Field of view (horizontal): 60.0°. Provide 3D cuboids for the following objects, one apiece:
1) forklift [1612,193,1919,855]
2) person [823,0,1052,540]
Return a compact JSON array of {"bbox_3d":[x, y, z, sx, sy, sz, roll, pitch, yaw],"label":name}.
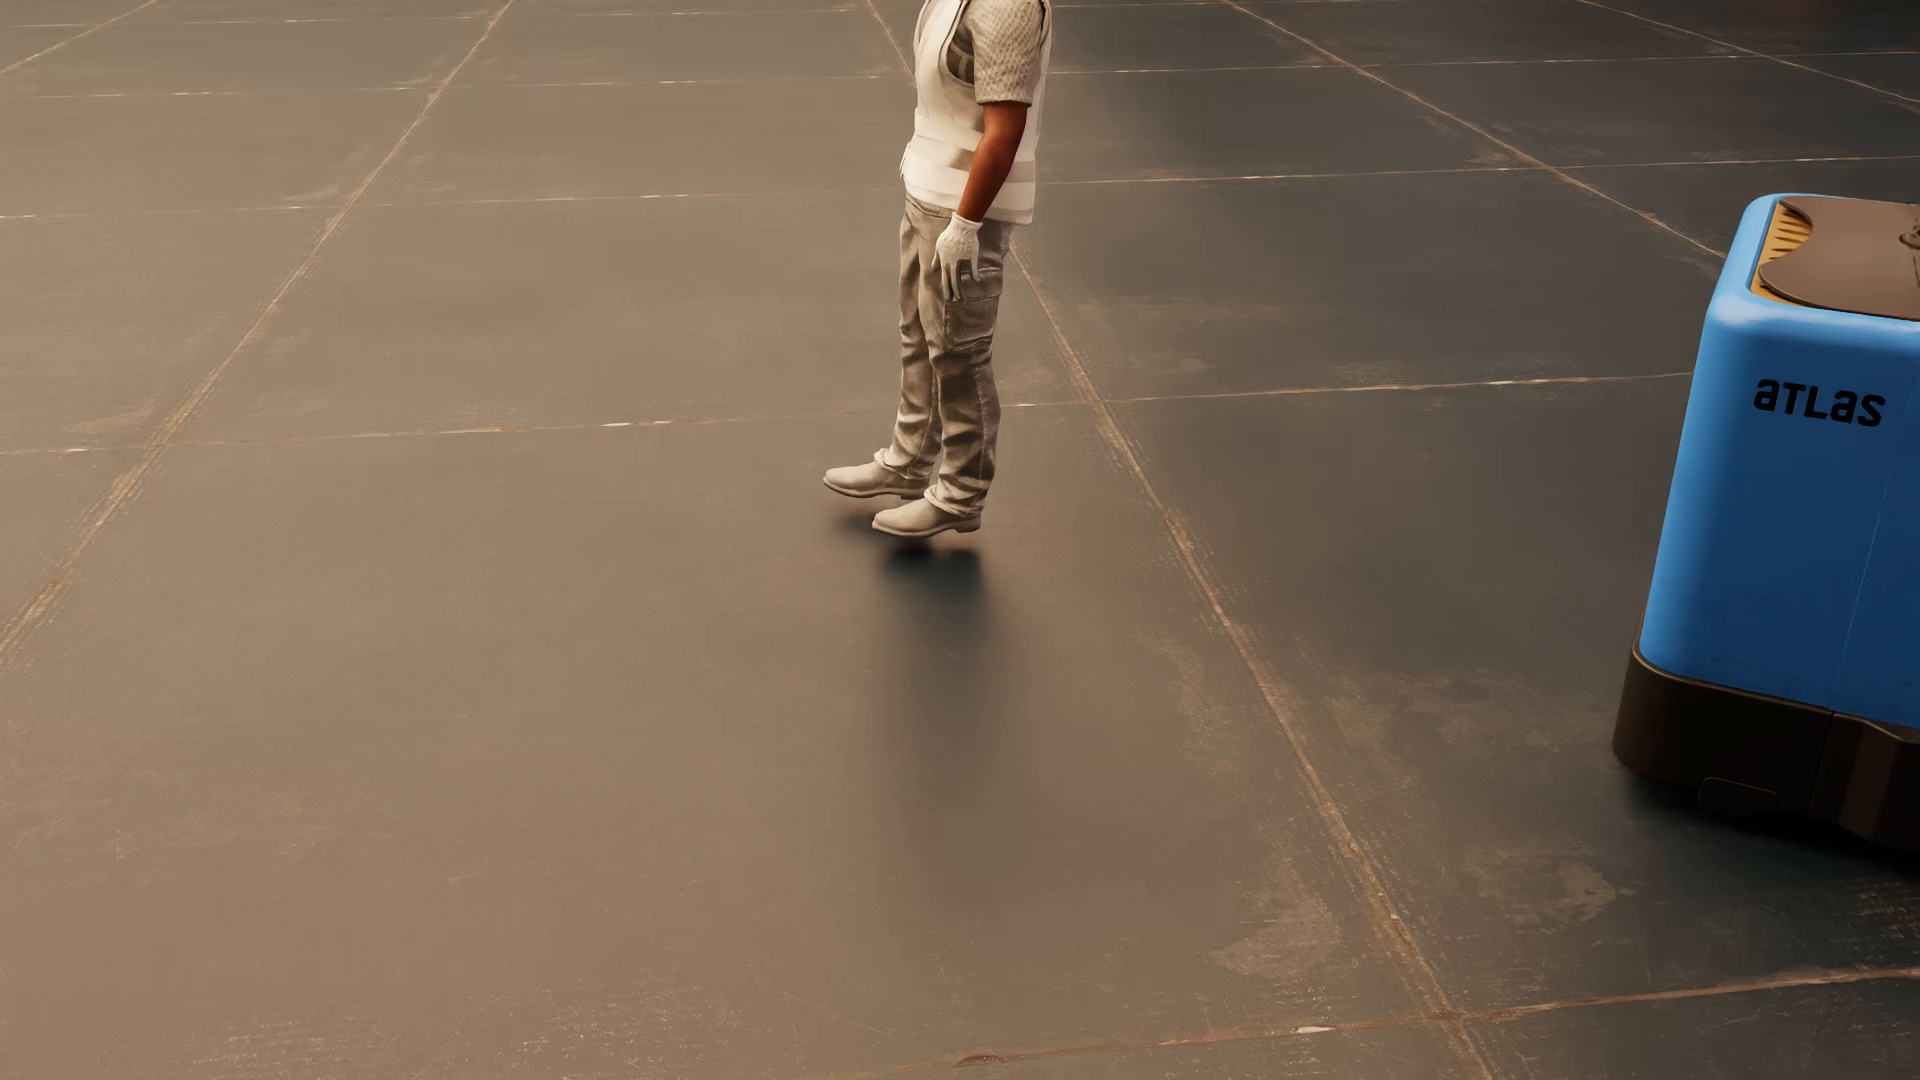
[{"bbox_3d":[2.927,-0.679,2.640,3.031,2.935,1.130,13,29,25],"label":"forklift"},{"bbox_3d":[-0.073,-0.845,4.197,0.575,1.784,0.656,-3,26,-7],"label":"person"}]
